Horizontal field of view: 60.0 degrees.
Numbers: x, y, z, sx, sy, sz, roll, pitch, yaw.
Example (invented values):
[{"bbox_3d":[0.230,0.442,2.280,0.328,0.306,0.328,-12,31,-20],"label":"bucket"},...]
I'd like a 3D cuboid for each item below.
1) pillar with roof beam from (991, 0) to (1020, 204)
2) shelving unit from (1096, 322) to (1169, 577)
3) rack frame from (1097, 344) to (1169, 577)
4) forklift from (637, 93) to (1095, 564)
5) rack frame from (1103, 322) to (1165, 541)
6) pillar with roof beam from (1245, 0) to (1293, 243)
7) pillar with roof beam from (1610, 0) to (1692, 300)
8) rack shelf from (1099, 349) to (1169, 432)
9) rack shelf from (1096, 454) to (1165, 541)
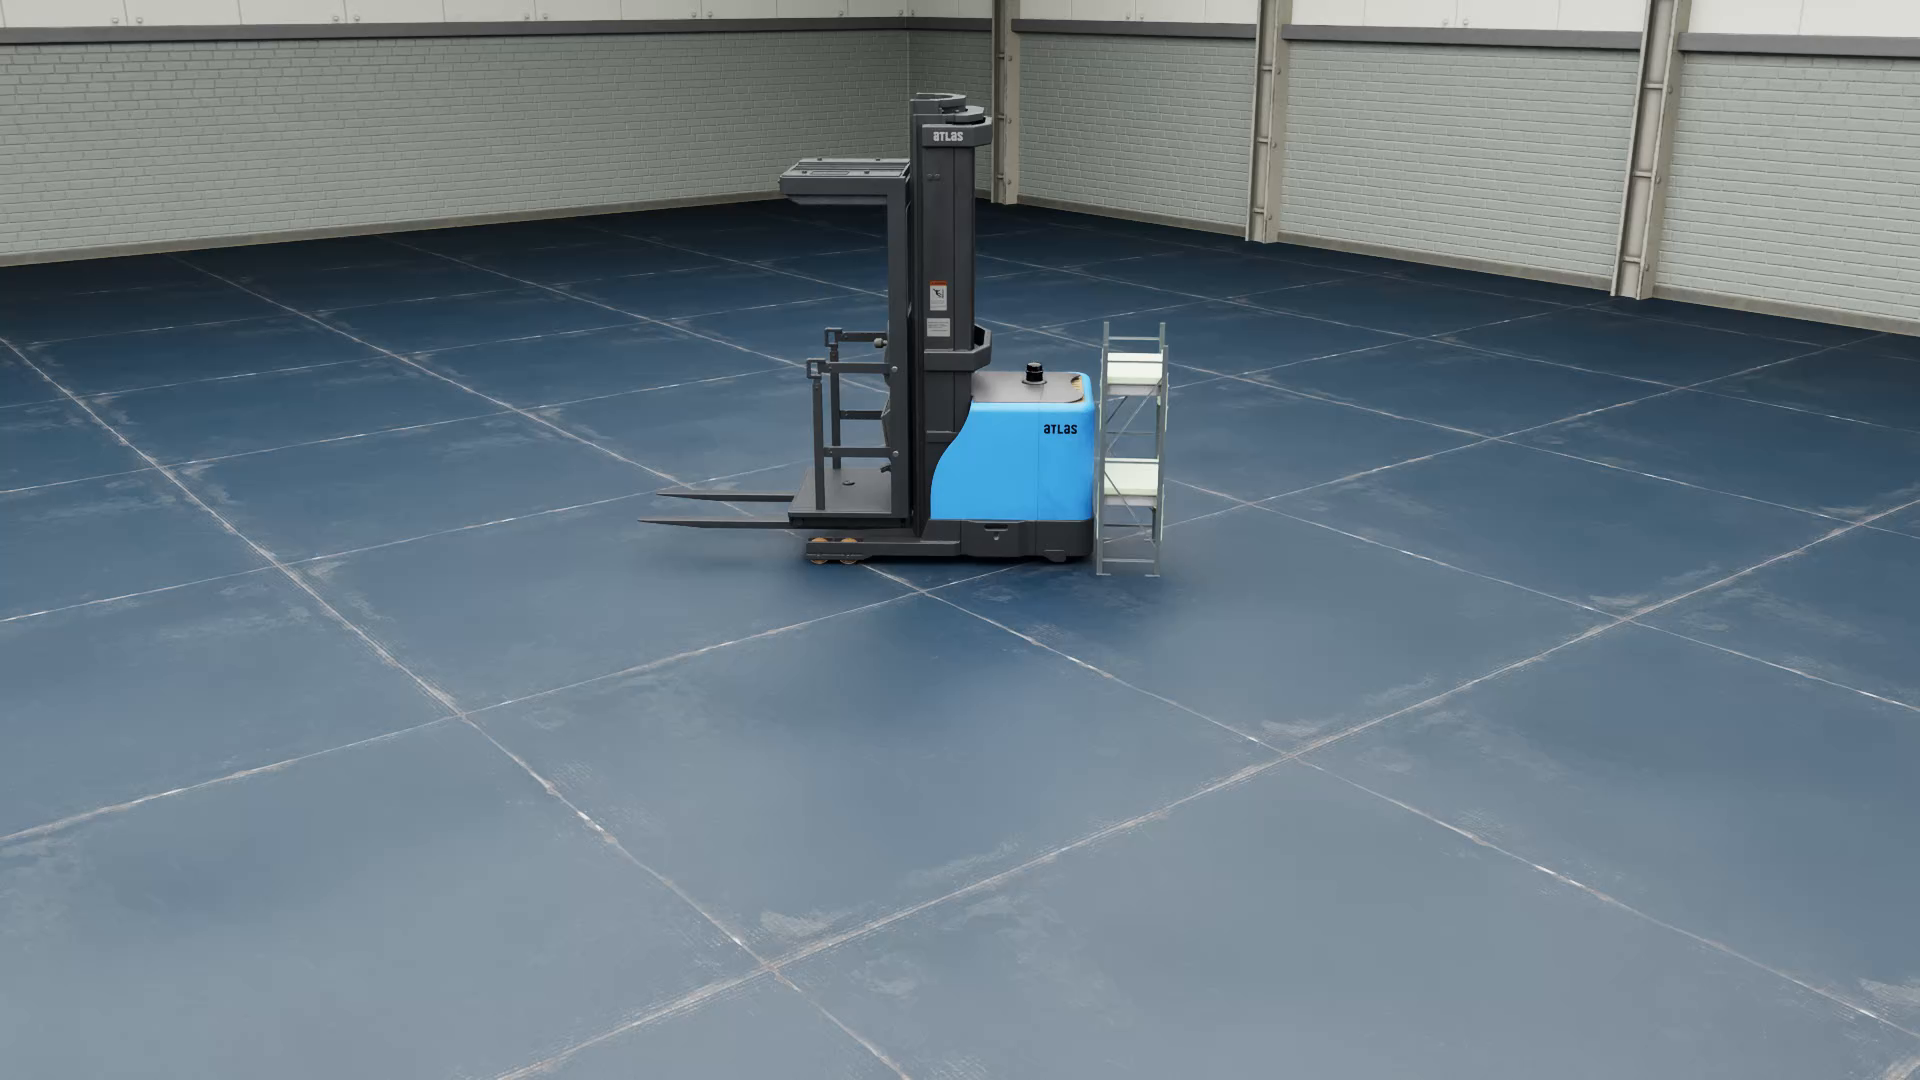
[{"bbox_3d":[-2.589,-9.379,25.371,9.100,9.000,0.400,-14,23,-36],"label":"pillar with roof beam"},{"bbox_3d":[1.110,-0.596,10.777,0.431,1.500,0.755,2,18,5],"label":"shelving unit"},{"bbox_3d":[1.077,-0.482,10.431,0.400,1.500,0.023,2,18,5],"label":"rack frame"},{"bbox_3d":[-0.624,-1.399,10.924,3.031,2.935,1.130,1,18,2],"label":"forklift"},{"bbox_3d":[1.142,-0.711,11.123,0.400,1.500,0.023,2,18,5],"label":"rack frame"},{"bbox_3d":[1.137,-7.901,20.907,9.100,9.000,0.400,-14,23,-36],"label":"pillar with roof beam"},{"bbox_3d":[4.862,-6.422,16.442,9.100,9.000,0.400,-14,23,-36],"label":"pillar with roof beam"},{"bbox_3d":[1.110,-0.967,10.654,0.431,0.370,0.720,2,18,5],"label":"rack shelf"},{"bbox_3d":[1.110,-0.287,10.879,0.431,0.370,0.720,2,18,5],"label":"rack shelf"}]
